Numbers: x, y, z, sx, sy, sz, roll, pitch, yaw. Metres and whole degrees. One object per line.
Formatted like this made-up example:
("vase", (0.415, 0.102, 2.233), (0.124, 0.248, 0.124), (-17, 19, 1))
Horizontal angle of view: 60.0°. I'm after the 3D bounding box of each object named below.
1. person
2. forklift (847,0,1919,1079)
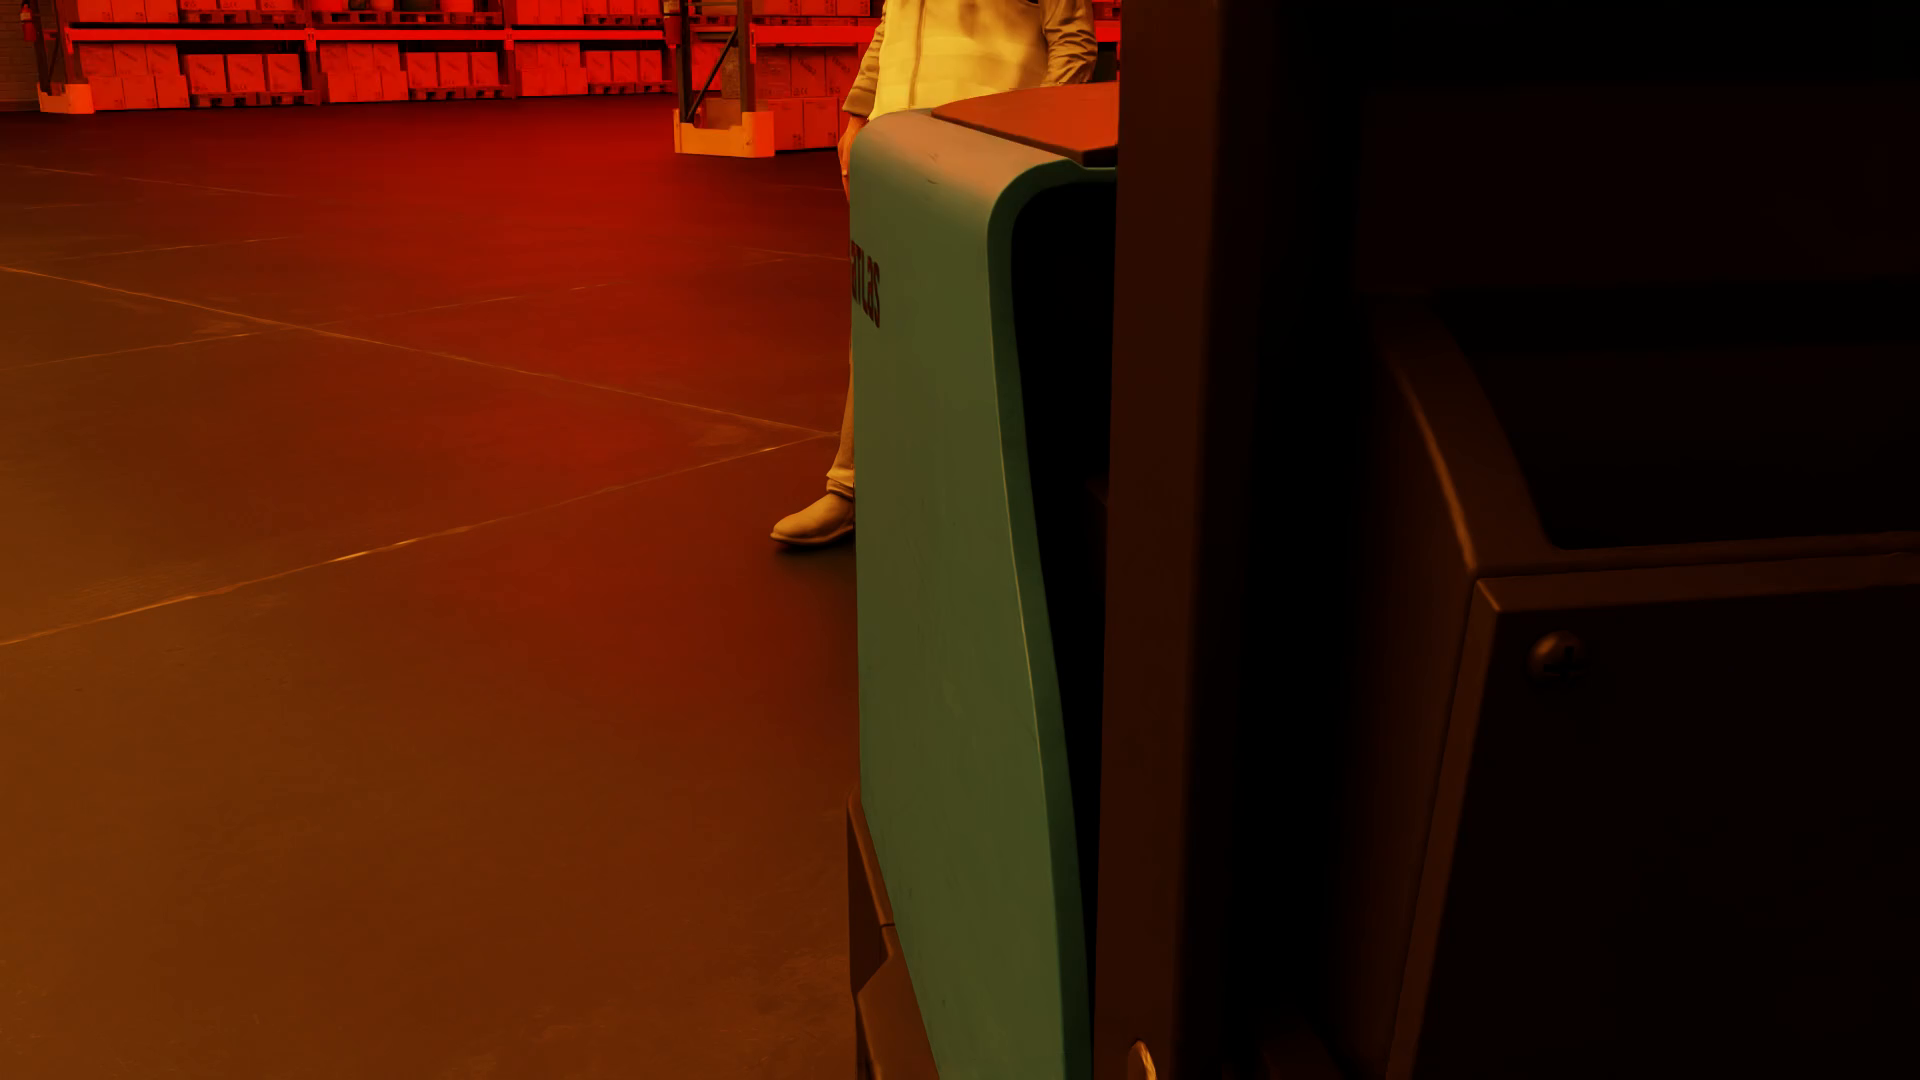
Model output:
("person", (-0.046, -0.843, 3.642), (0.632, 1.773, 0.568), (13, 21, 37))
("forklift", (0.646, -0.430, 0.315), (1.130, 2.935, 3.031), (-3, 17, -10))
